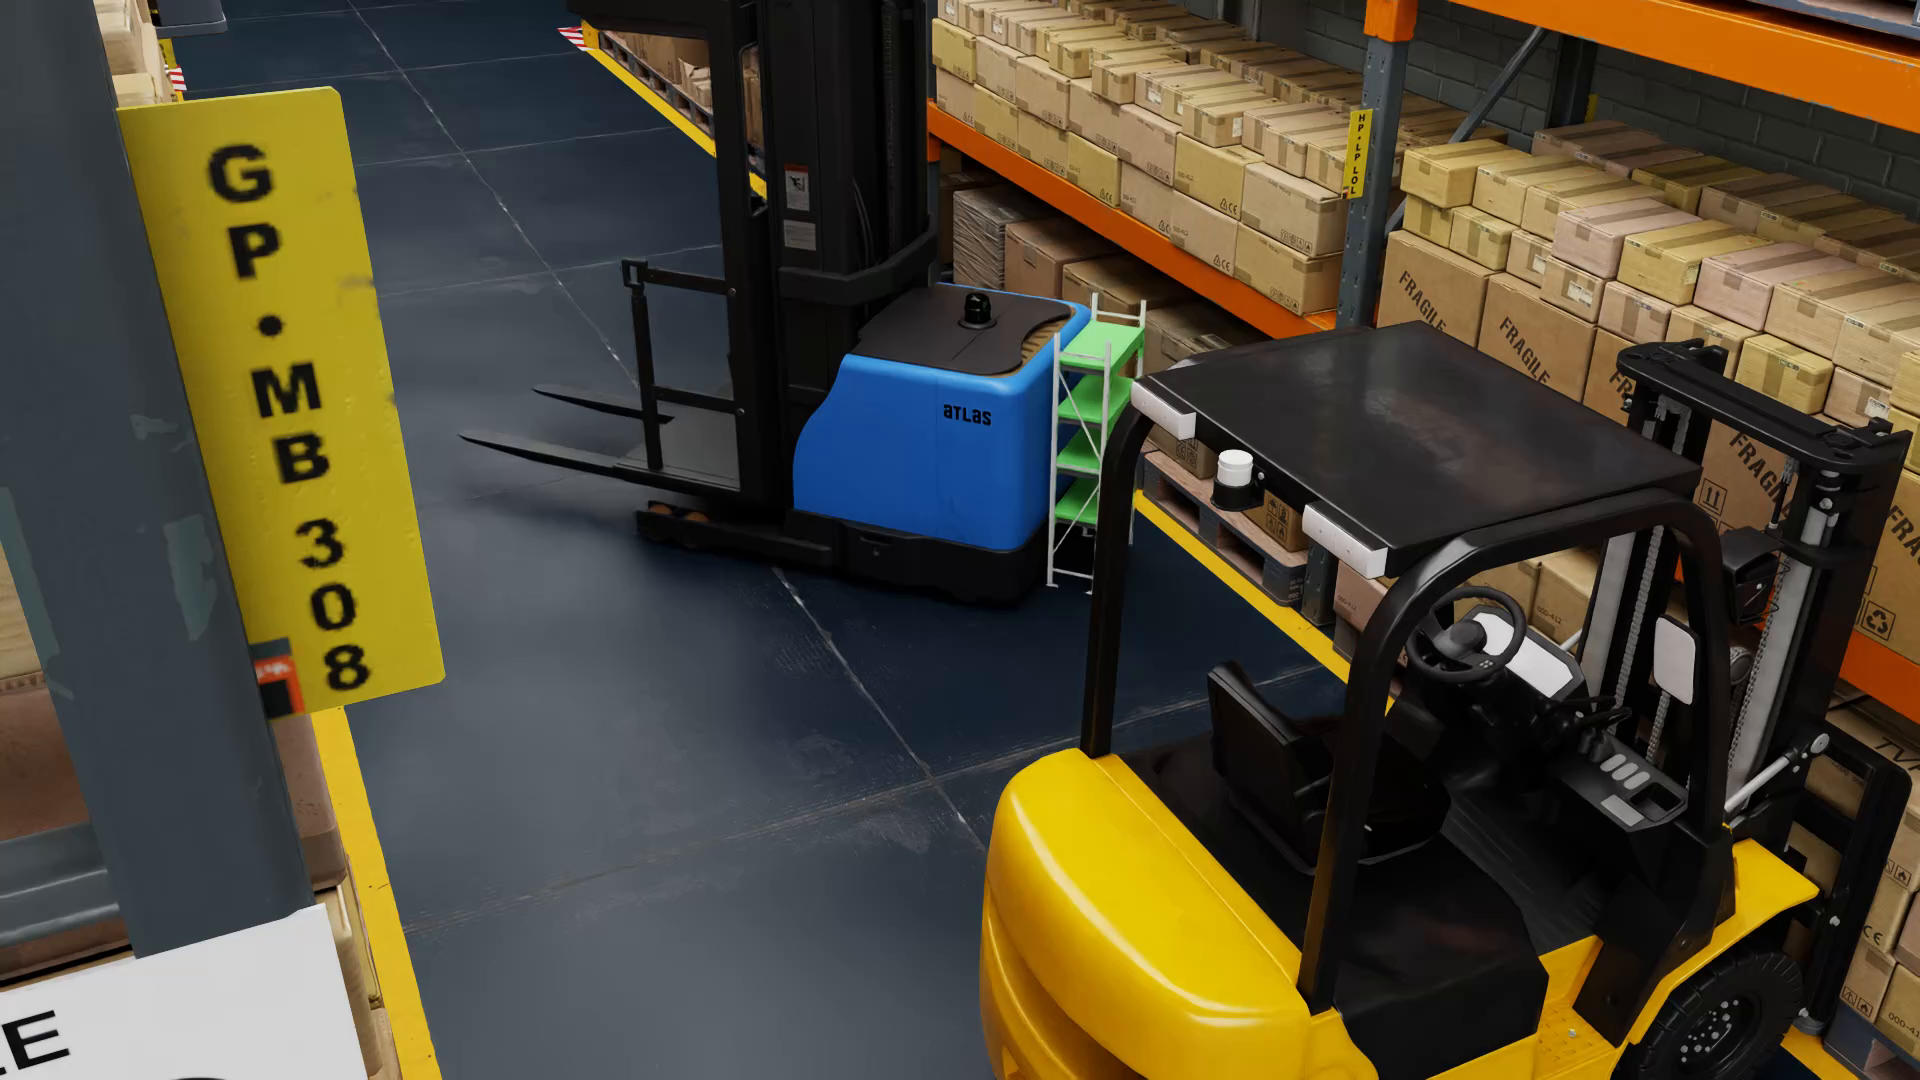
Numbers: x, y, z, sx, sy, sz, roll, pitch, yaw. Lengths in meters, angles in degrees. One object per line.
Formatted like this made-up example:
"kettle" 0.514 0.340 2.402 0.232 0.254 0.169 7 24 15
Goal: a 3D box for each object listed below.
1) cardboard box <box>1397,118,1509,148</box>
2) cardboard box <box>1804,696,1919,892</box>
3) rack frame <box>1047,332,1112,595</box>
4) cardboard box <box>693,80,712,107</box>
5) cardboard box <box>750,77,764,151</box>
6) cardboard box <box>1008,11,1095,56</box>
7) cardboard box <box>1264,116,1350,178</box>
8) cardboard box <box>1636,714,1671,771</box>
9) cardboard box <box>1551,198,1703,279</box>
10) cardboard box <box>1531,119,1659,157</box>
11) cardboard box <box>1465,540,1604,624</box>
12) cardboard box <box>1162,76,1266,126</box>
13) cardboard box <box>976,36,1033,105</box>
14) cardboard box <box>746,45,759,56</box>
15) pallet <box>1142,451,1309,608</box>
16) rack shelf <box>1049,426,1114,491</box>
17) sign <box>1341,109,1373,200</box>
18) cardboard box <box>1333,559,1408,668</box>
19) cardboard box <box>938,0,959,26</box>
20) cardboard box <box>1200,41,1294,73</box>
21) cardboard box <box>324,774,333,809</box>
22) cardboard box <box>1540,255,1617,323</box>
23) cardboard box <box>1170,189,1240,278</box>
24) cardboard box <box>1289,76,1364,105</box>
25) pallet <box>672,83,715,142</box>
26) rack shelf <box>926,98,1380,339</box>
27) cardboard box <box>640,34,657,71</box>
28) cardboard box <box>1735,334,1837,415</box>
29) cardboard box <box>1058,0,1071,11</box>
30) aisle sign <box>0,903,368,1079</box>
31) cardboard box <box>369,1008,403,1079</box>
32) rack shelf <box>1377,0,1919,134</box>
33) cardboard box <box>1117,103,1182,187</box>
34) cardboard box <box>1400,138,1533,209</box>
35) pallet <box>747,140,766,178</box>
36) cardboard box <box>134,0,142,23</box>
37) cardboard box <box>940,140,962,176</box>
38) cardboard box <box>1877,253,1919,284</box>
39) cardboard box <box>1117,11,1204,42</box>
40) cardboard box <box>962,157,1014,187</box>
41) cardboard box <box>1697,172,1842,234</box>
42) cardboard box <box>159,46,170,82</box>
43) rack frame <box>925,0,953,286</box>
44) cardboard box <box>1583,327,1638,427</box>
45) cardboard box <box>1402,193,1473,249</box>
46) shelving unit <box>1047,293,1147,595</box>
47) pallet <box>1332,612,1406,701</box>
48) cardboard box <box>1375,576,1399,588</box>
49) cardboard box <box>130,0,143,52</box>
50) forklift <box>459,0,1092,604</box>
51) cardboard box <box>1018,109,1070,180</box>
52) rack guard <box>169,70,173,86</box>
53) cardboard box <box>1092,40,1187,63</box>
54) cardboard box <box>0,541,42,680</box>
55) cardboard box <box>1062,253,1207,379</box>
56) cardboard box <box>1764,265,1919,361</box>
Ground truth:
"cardboard box" 1.988 -1.589 6.751 0.380 0.149 0.250 -14 32 -23
"cardboard box" 2.733 0.702 4.791 0.500 0.250 0.500 -13 32 -21
"rack frame" 0.500 -0.302 7.062 0.240 1.200 0.015 11 31 19
"cardboard box" -1.994 -3.720 13.803 0.380 0.149 0.250 -14 32 -23
"cardboard box" -1.247 -3.195 12.507 0.500 0.500 0.500 -14 32 -23
"cardboard box" 0.472 -2.614 8.580 0.380 0.149 0.250 -13 32 -21
"cardboard box" 1.471 -1.603 6.776 0.380 0.149 0.250 -14 32 -23
"cardboard box" 2.513 0.684 5.333 0.500 0.250 0.500 -13 32 -22
"cardboard box" 2.143 -0.973 5.348 0.380 0.149 0.250 -12 32 -21
"cardboard box" 2.355 -1.441 6.183 0.380 0.149 0.250 -13 32 -22
"cardboard box" 2.080 0.026 5.997 0.500 0.250 0.500 -13 32 -22
"cardboard box" 1.125 -1.939 7.376 0.380 0.149 0.250 -14 32 -23
"cardboard box" 0.412 -2.513 8.807 0.500 0.250 0.500 -12 31 -20
"cardboard box" -1.421 -3.782 12.587 0.380 0.149 0.250 -15 32 -24
"pallet" 1.593 -0.163 7.825 1.003 0.211 1.213 -13 32 -22
"rack shelf" 0.593 -0.356 7.290 0.258 0.148 0.480 11 31 19
"sign" 1.459 -1.414 6.102 0.100 0.325 0.005 -13 32 -22
"cardboard box" 1.854 0.237 6.642 0.500 0.250 0.500 -13 32 -21
"cardboard box" 0.099 -2.953 9.184 0.380 0.149 0.250 -12 31 -21
"cardboard box" 1.375 -2.272 7.970 0.380 0.149 0.250 -13 32 -22
"cardboard box" -2.040 0.876 4.736 0.500 0.500 0.500 -14 32 -23
"cardboard box" 2.133 -0.845 5.424 0.380 0.149 0.250 -12 32 -21
"cardboard box" 1.272 -1.385 7.307 0.500 0.250 0.500 -13 32 -22
"cardboard box" 1.685 -1.937 7.373 0.380 0.149 0.250 -13 32 -22
"pallet" -1.783 -3.683 14.103 1.003 0.211 1.213 -13 32 -22
"rack shelf" 1.086 -1.632 8.329 1.077 0.370 4.000 -13 32 -22
"cardboard box" -2.561 -4.525 14.880 0.500 0.500 0.500 -12 32 -21
"cardboard box" 2.490 -0.505 4.819 0.380 0.149 0.250 -14 32 -23
"cardboard box" 0.763 -2.962 9.200 0.380 0.149 0.250 -12 32 -21
"aisle sign" -0.513 0.577 0.996 0.394 0.787 0.004 -13 32 -22
"cardboard box" -0.997 1.080 2.351 0.500 0.500 0.500 -12 31 -20
"rack shelf" 2.804 -1.173 4.444 1.077 0.370 4.000 -13 32 -22
"cardboard box" 1.062 -1.831 7.590 0.500 0.250 0.500 -12 32 -21
"cardboard box" 1.814 -1.315 5.959 0.380 0.149 0.250 -12 32 -21
"pallet" -1.106 -3.028 12.935 1.003 0.211 1.213 -13 32 -22
"cardboard box" -1.680 -0.801 2.894 0.500 0.250 0.500 -14 32 -23
"cardboard box" -0.213 -2.370 10.372 0.380 0.149 0.250 -15 32 -24
"cardboard box" 2.956 -0.750 4.951 0.380 0.149 0.250 -12 31 -21
"cardboard box" 1.030 -2.609 8.571 0.380 0.149 0.250 -13 32 -22
"cardboard box" 0.300 -2.167 10.674 0.500 0.500 0.500 -12 31 -20
"cardboard box" 2.715 -1.110 5.592 0.380 0.149 0.250 -14 32 -23
"cardboard box" -3.576 -1.773 7.009 0.500 0.500 0.500 -14 32 -23
"rack frame" 0.228 -2.829 9.728 1.000 3.000 0.127 -13 32 -22
"cardboard box" 2.357 -0.405 5.303 0.500 0.500 0.500 -13 32 -22
"cardboard box" 1.844 -1.193 6.044 0.380 0.149 0.250 -14 32 -23
"shelving unit" 0.593 -0.412 7.258 0.258 1.200 0.503 11 31 19
"pallet" 2.249 0.514 6.617 1.003 0.211 1.213 -13 32 -22
"cardboard box" 1.874 0.015 6.528 0.500 0.250 0.500 -13 32 -22
"cardboard box" -1.451 -0.806 2.495 0.380 0.149 0.250 -13 32 -21
"forklift" -0.953 -1.462 7.361 3.031 2.935 1.130 12 31 20
"cardboard box" 0.637 -2.067 8.522 0.500 0.250 0.500 -14 32 -24
"rack guard" -7.698 -4.239 14.799 1.175 0.500 0.348 -13 32 -22
"cardboard box" 0.861 -2.290 8.002 0.380 0.149 0.250 -13 32 -22
"cardboard box" -0.788 0.002 1.053 0.380 0.149 0.250 -13 32 -22
"cardboard box" 1.060 -1.114 8.668 0.875 0.625 0.625 -14 32 -24
"cardboard box" 2.562 -0.656 4.784 0.380 0.149 0.250 -13 32 -22
